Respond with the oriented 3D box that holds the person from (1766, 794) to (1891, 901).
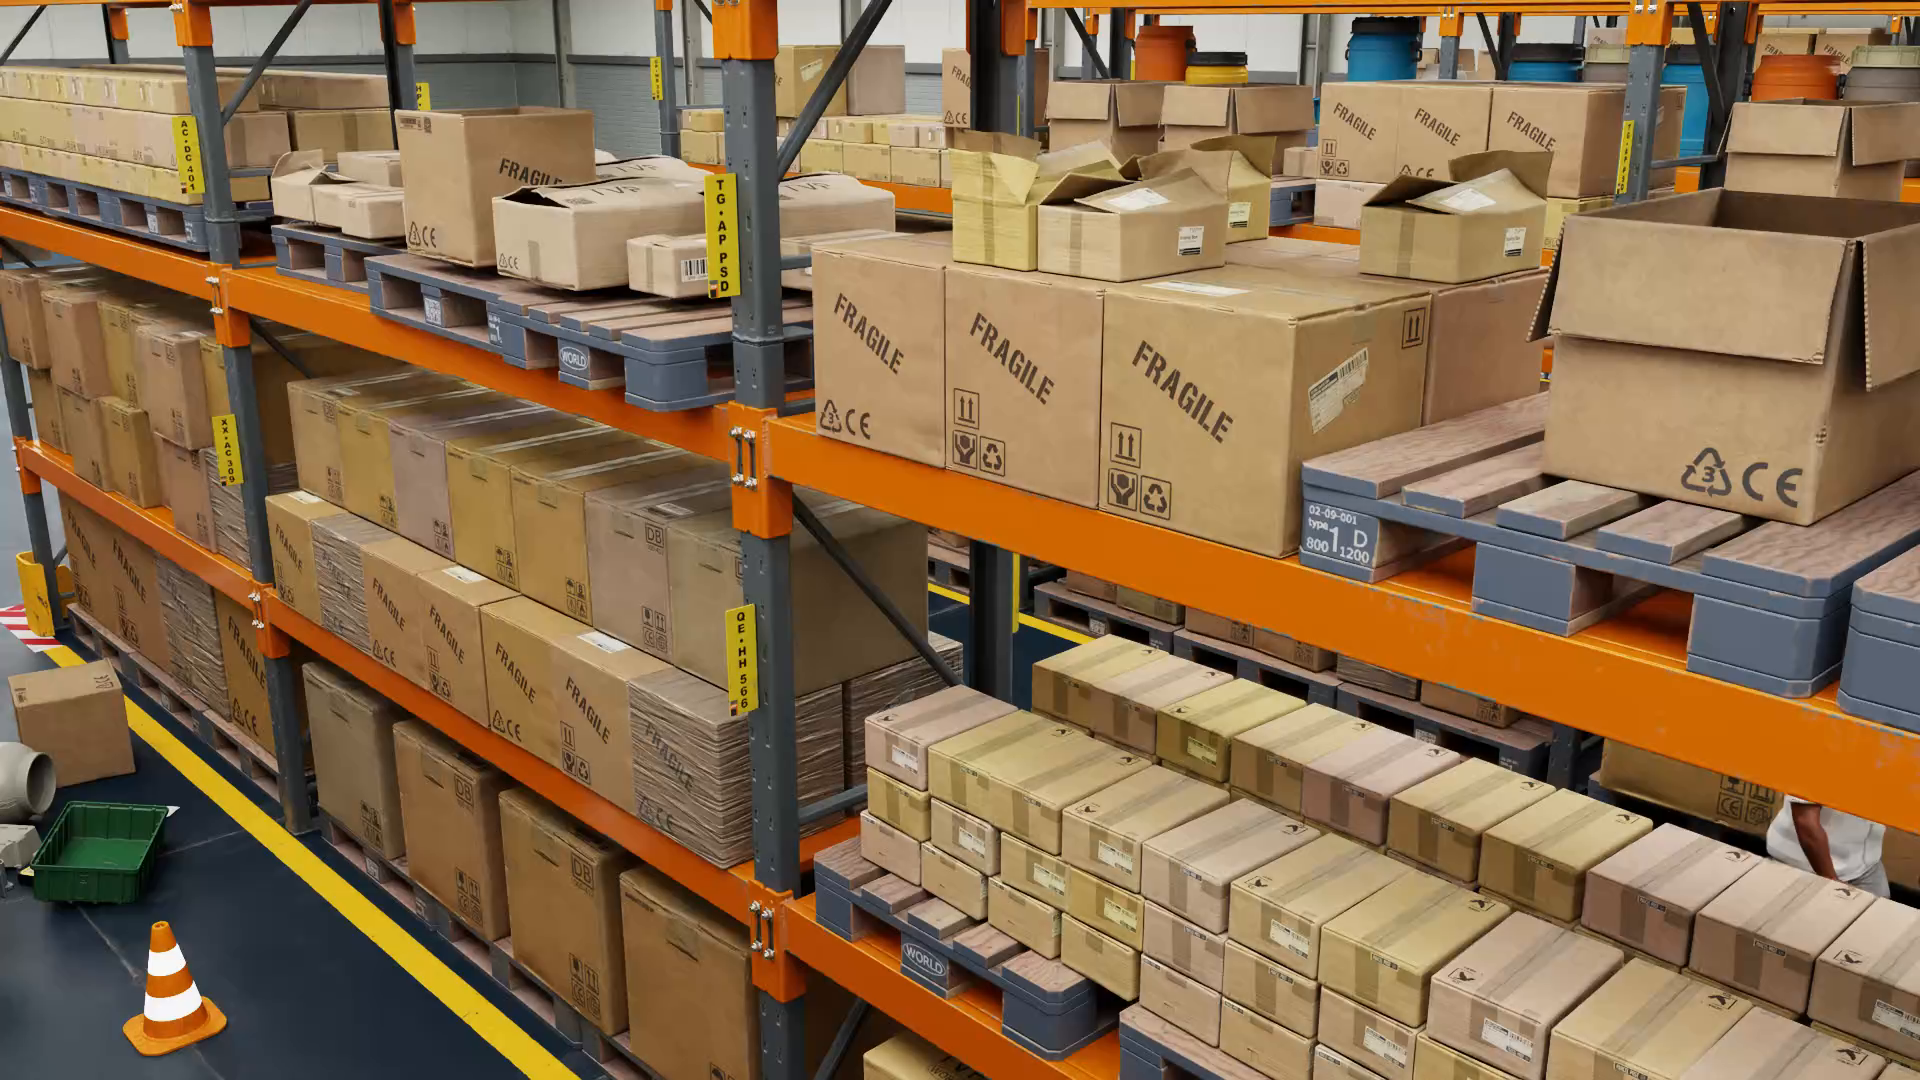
[{"bbox_3d":[3.259,1.199,6.077,0.567,1.725,0.936,-9,19,-27],"label":"person"}]
